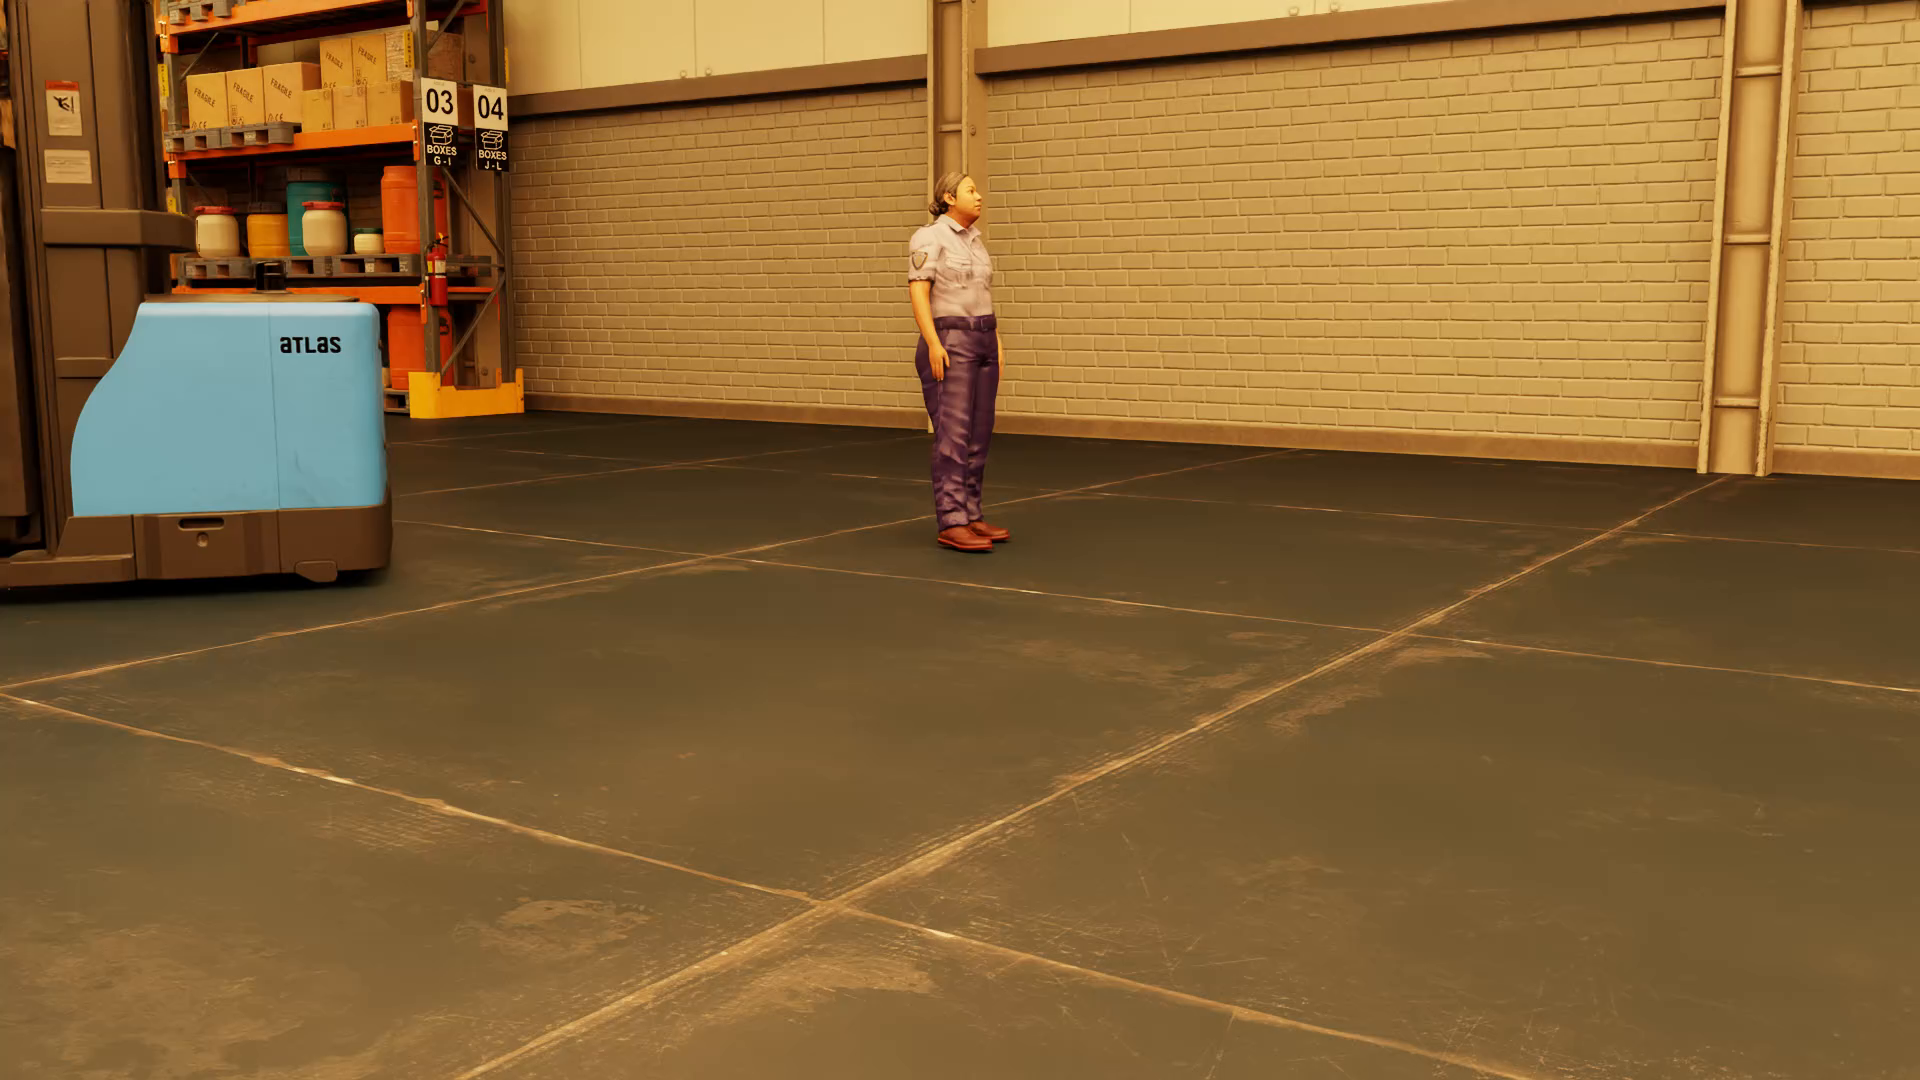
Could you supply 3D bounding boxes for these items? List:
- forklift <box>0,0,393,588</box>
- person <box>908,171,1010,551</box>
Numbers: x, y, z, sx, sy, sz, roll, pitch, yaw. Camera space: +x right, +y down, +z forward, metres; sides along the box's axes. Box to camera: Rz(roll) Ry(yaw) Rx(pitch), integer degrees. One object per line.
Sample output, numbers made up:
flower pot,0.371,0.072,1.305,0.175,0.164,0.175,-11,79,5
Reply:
forklift,-3.779,-1.277,6.172,3.031,2.935,1.130,-3,8,-17
person,0.062,-0.814,7.419,0.503,1.650,0.599,5,10,34
